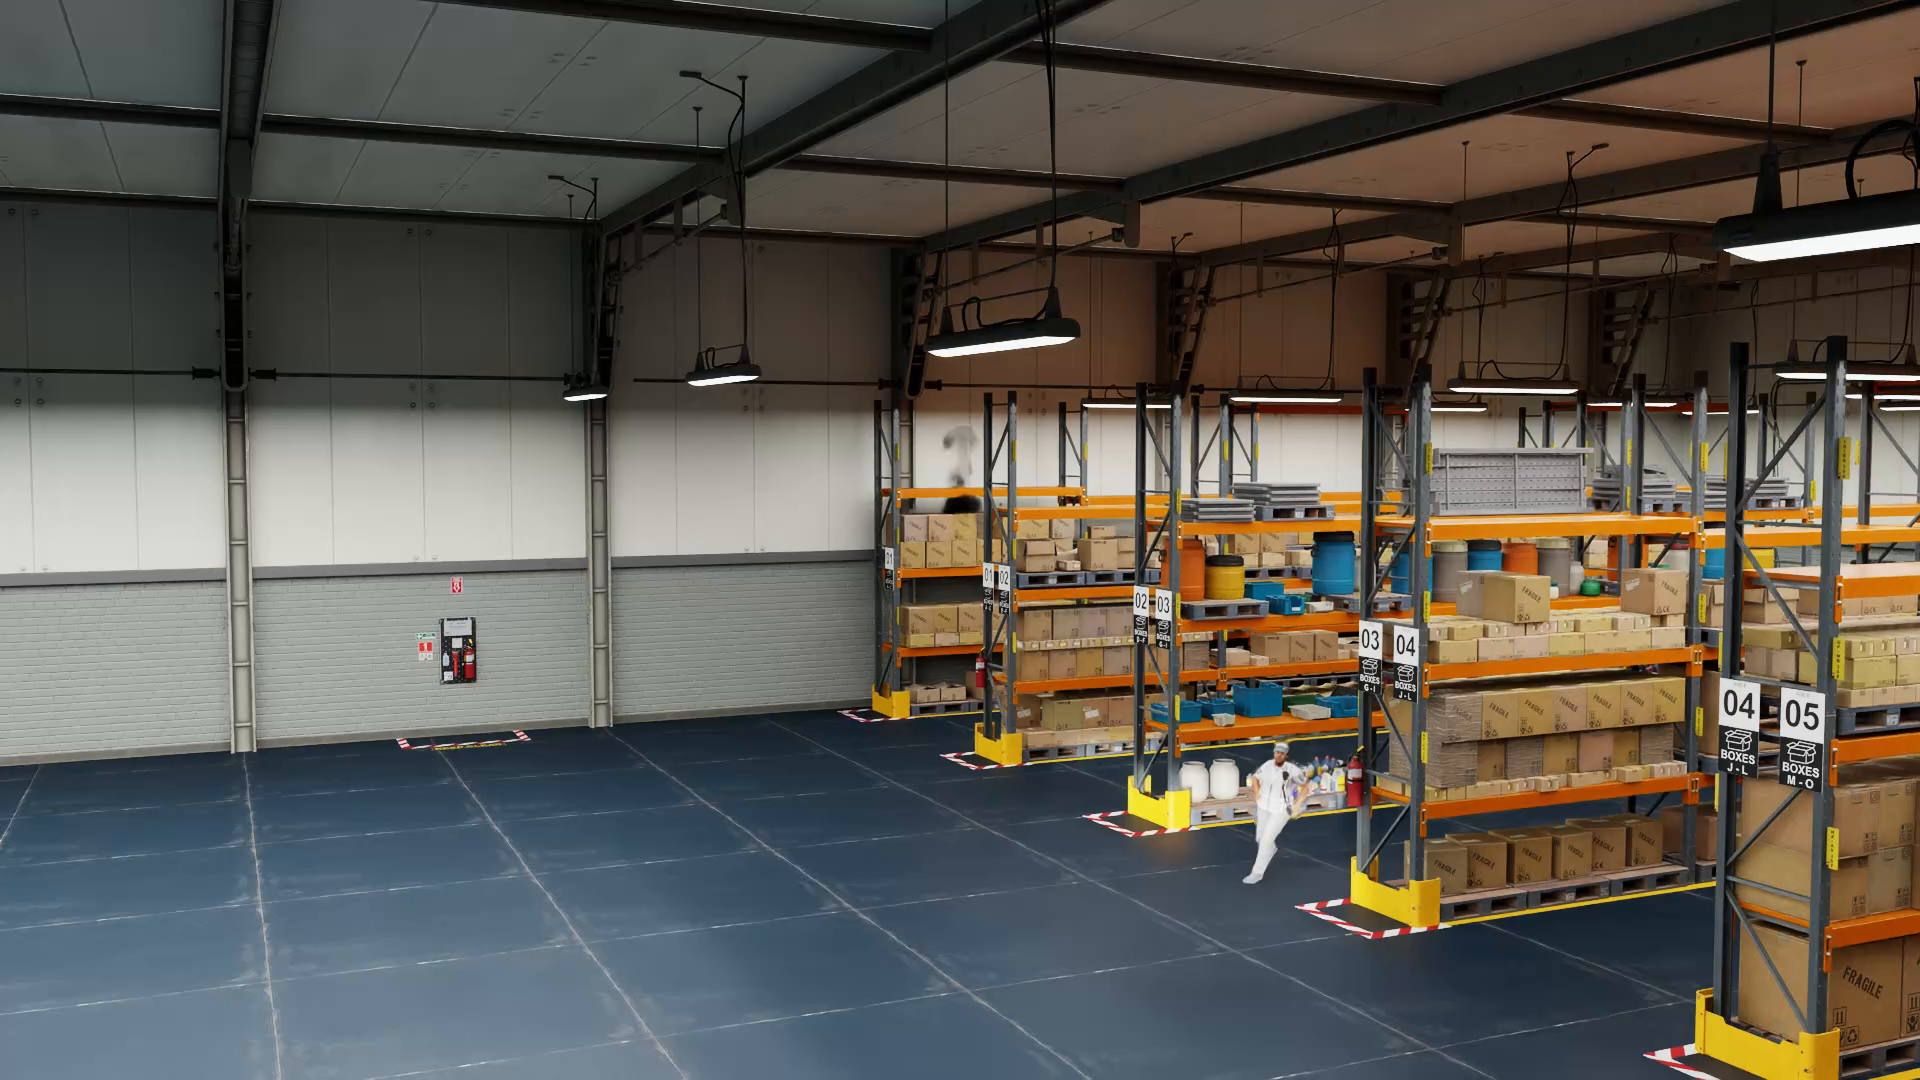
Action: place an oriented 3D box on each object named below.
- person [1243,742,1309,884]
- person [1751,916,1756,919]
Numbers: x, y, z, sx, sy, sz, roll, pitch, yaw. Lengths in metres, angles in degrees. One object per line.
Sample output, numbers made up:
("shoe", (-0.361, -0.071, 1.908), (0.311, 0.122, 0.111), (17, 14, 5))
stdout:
("person", (3.724, 3.196, 19.673), (0.691, 1.635, 0.920), (3, 4, 38))
("person", (8.060, 3.408, 16.401), (0.813, 1.619, 0.520), (-1, 4, -24))
